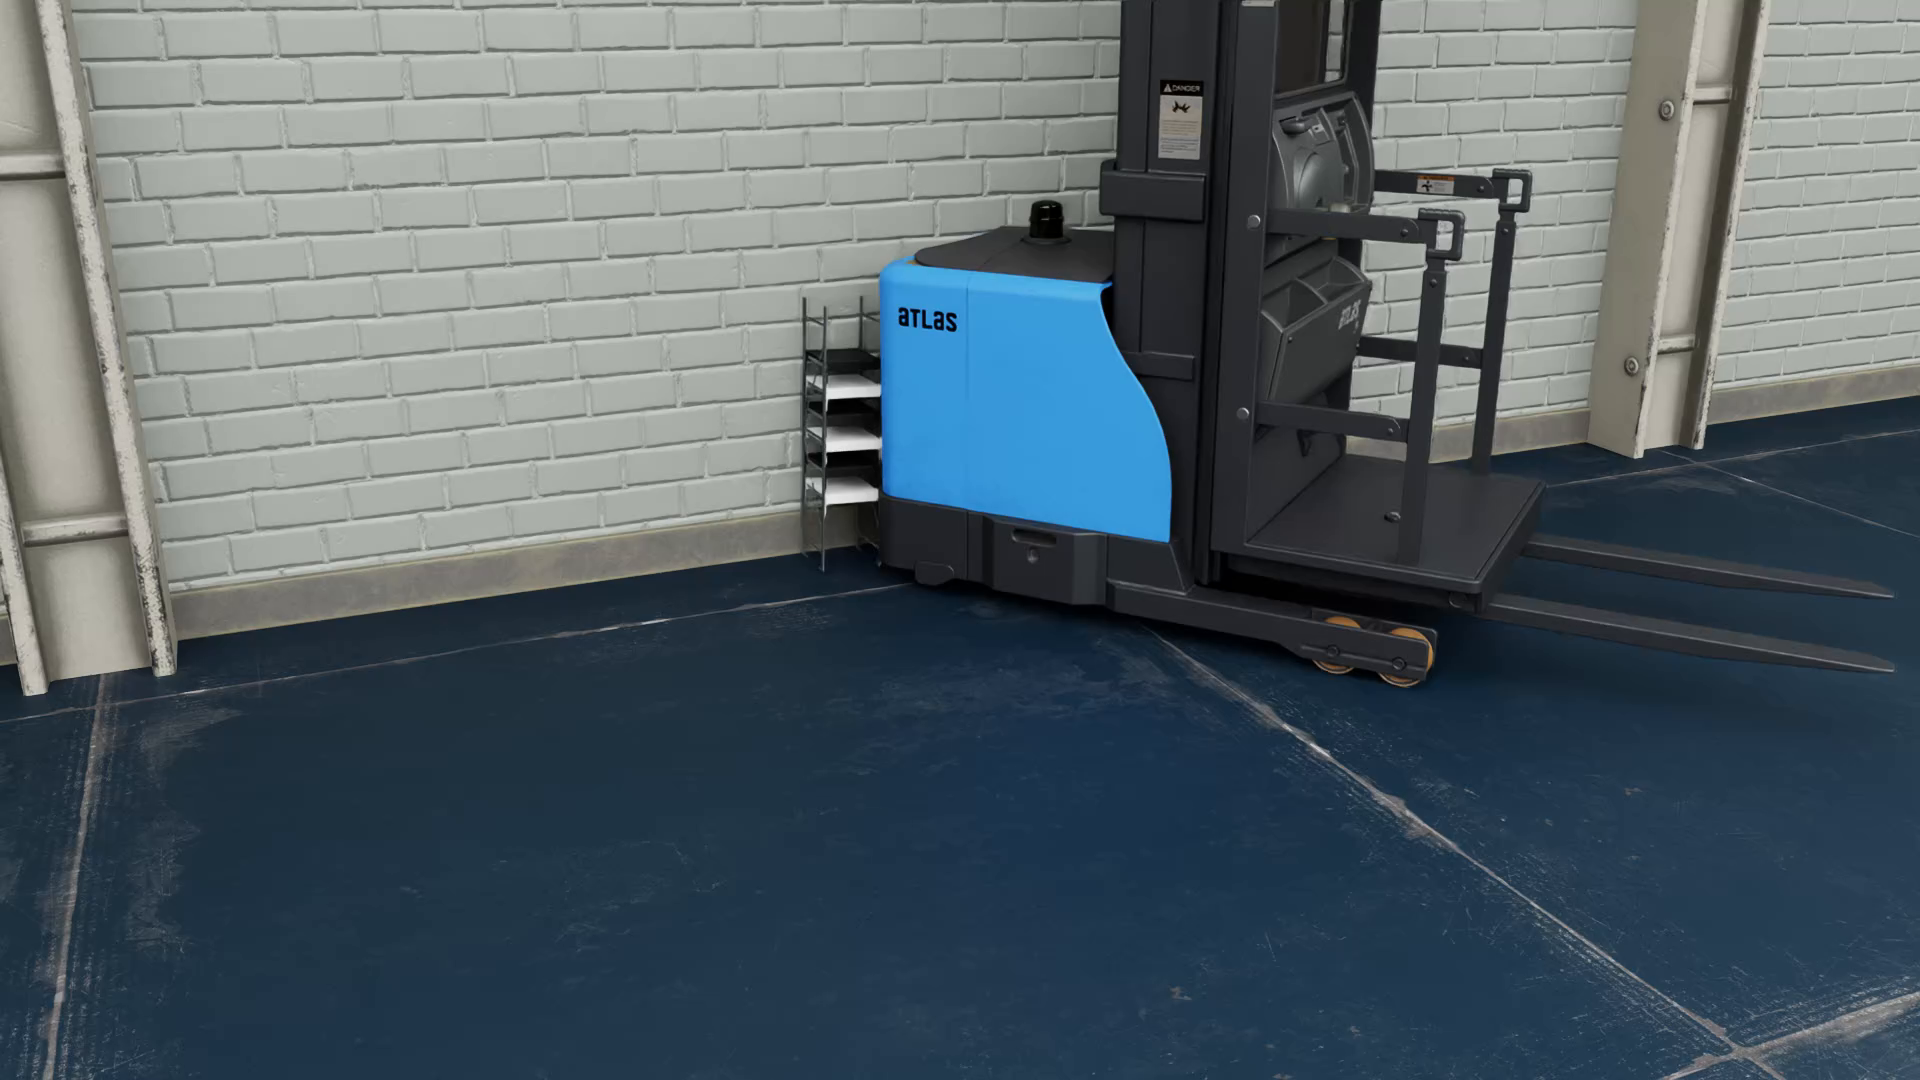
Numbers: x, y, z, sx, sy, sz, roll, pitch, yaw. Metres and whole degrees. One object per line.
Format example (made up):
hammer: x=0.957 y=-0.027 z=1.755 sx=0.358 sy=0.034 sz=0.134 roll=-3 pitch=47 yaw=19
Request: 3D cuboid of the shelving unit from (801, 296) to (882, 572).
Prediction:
shelving unit: x=-0.402 y=-0.363 z=5.667 sx=0.210 sy=0.900 sz=0.258 roll=-5 pitch=17 yaw=-23

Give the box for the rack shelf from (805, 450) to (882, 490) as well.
rack shelf: x=-0.405 y=-0.245 z=5.701 sx=0.200 sy=0.077 sz=0.258 roll=-5 pitch=17 yaw=-23

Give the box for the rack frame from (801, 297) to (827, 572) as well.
rack frame: x=-0.495 y=-0.355 z=5.628 sx=0.006 sy=0.900 sz=0.240 roll=-5 pitch=17 yaw=-23

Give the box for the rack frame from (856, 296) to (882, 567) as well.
rack frame: x=-0.308 y=-0.372 z=5.707 sx=0.006 sy=0.900 sz=0.240 roll=-5 pitch=17 yaw=-23

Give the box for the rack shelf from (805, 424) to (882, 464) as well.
rack shelf: x=-0.403 y=-0.331 z=5.677 sx=0.200 sy=0.077 sz=0.258 roll=-5 pitch=17 yaw=-23

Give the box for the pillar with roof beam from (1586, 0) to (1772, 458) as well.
pillar with roof beam: x=4.660 y=-3.347 z=1.980 sx=0.400 sy=9.000 sz=9.100 roll=-8 pitch=21 yaw=-22

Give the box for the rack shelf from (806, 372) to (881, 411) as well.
rack shelf: x=-0.397 y=-0.504 z=5.627 sx=0.200 sy=0.077 sz=0.258 roll=-5 pitch=17 yaw=-23

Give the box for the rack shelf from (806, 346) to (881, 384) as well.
rack shelf: x=-0.394 y=-0.591 z=5.602 sx=0.200 sy=0.077 sz=0.258 roll=-5 pitch=17 yaw=-23

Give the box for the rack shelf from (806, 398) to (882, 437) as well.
rack shelf: x=-0.400 y=-0.418 z=5.652 sx=0.200 sy=0.077 sz=0.258 roll=-5 pitch=17 yaw=-23

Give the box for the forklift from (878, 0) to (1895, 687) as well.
forklift: x=1.272 y=-1.159 z=4.900 sx=3.031 sy=2.935 sz=1.130 roll=10 pitch=22 yaw=26

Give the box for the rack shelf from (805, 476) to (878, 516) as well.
rack shelf: x=-0.408 y=-0.158 z=5.726 sx=0.200 sy=0.077 sz=0.258 roll=-5 pitch=17 yaw=-23
